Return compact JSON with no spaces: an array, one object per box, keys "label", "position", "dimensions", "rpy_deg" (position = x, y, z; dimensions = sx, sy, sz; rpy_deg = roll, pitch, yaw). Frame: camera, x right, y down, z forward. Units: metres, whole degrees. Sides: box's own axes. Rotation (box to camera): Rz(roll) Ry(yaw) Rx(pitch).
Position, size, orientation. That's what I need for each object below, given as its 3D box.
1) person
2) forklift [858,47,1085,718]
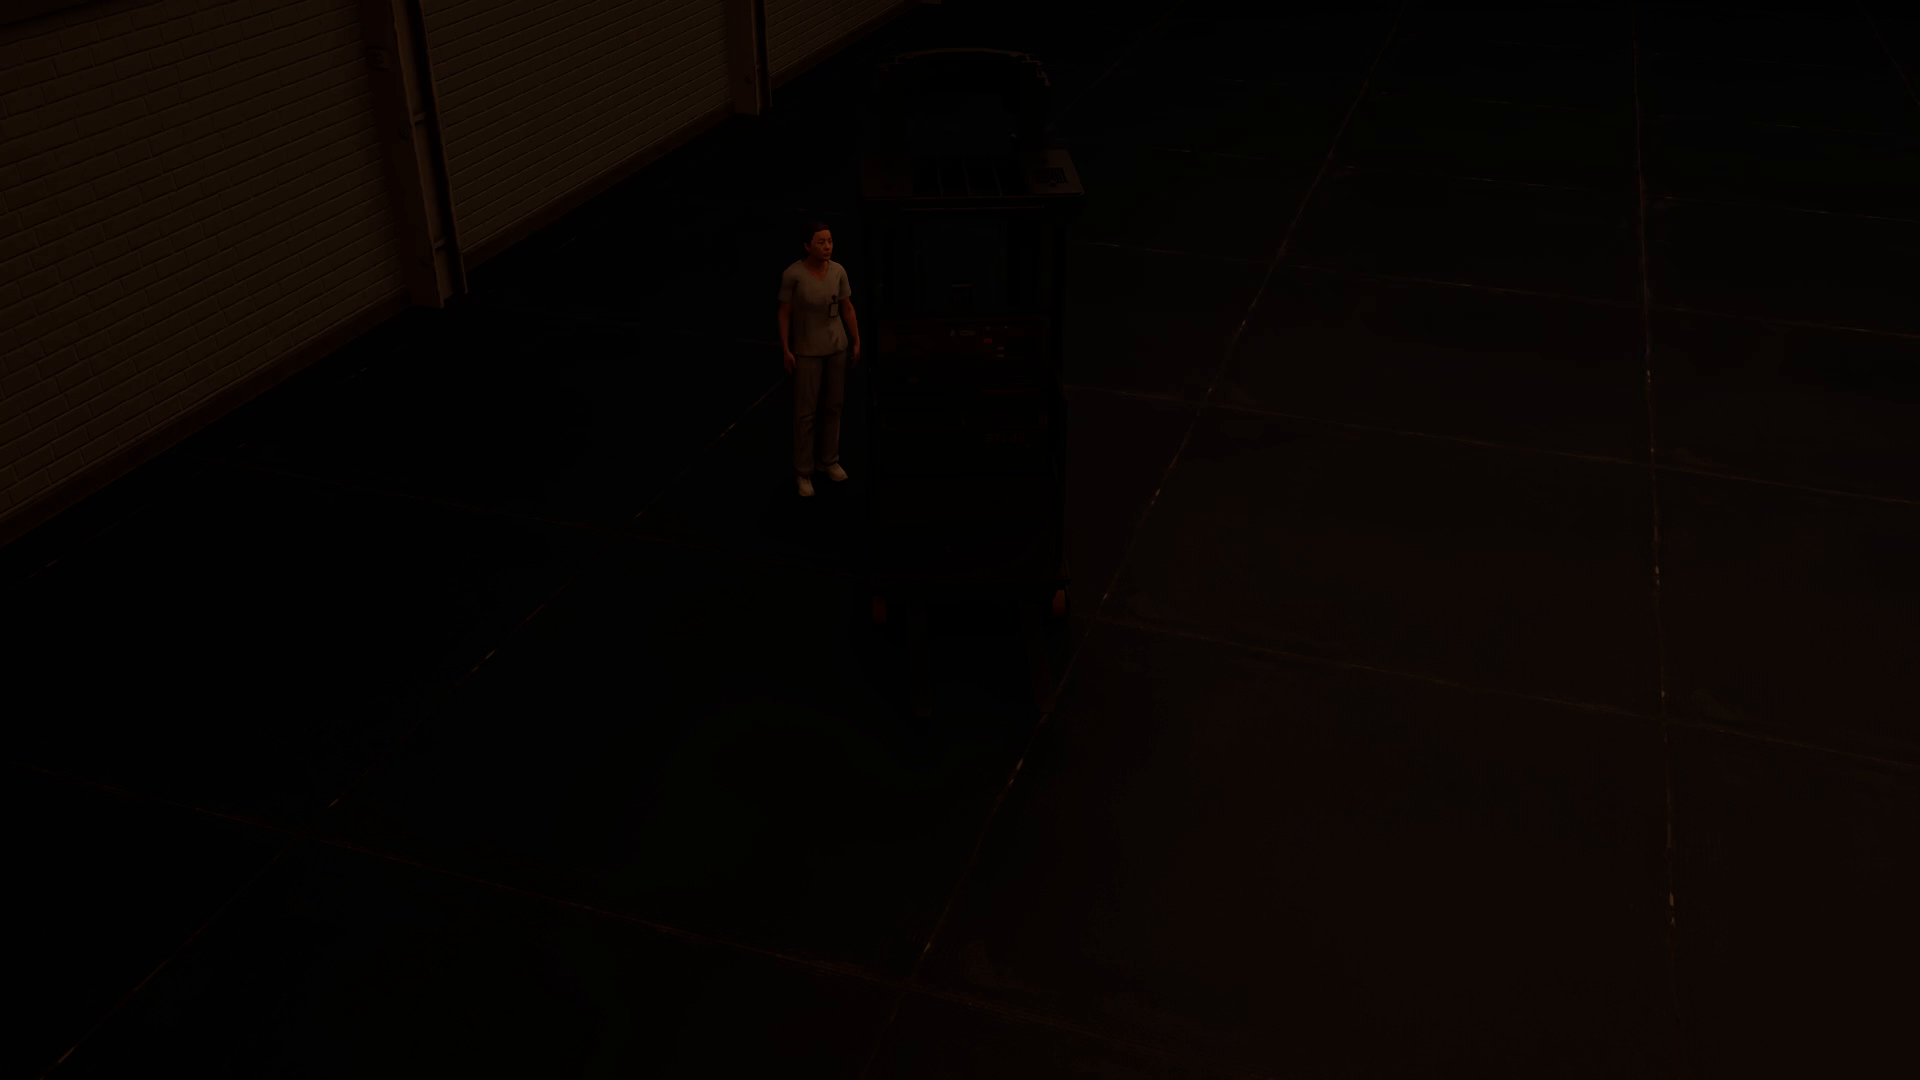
[{"label":"person","position":[-0.861,-1.152,10.410],"dimensions":[0.549,1.676,0.549],"rpy_deg":[-14,33,-23]},{"label":"forklift","position":[0.035,-0.972,8.842],"dimensions":[1.130,2.935,3.031],"rpy_deg":[-2,30,-3]}]
